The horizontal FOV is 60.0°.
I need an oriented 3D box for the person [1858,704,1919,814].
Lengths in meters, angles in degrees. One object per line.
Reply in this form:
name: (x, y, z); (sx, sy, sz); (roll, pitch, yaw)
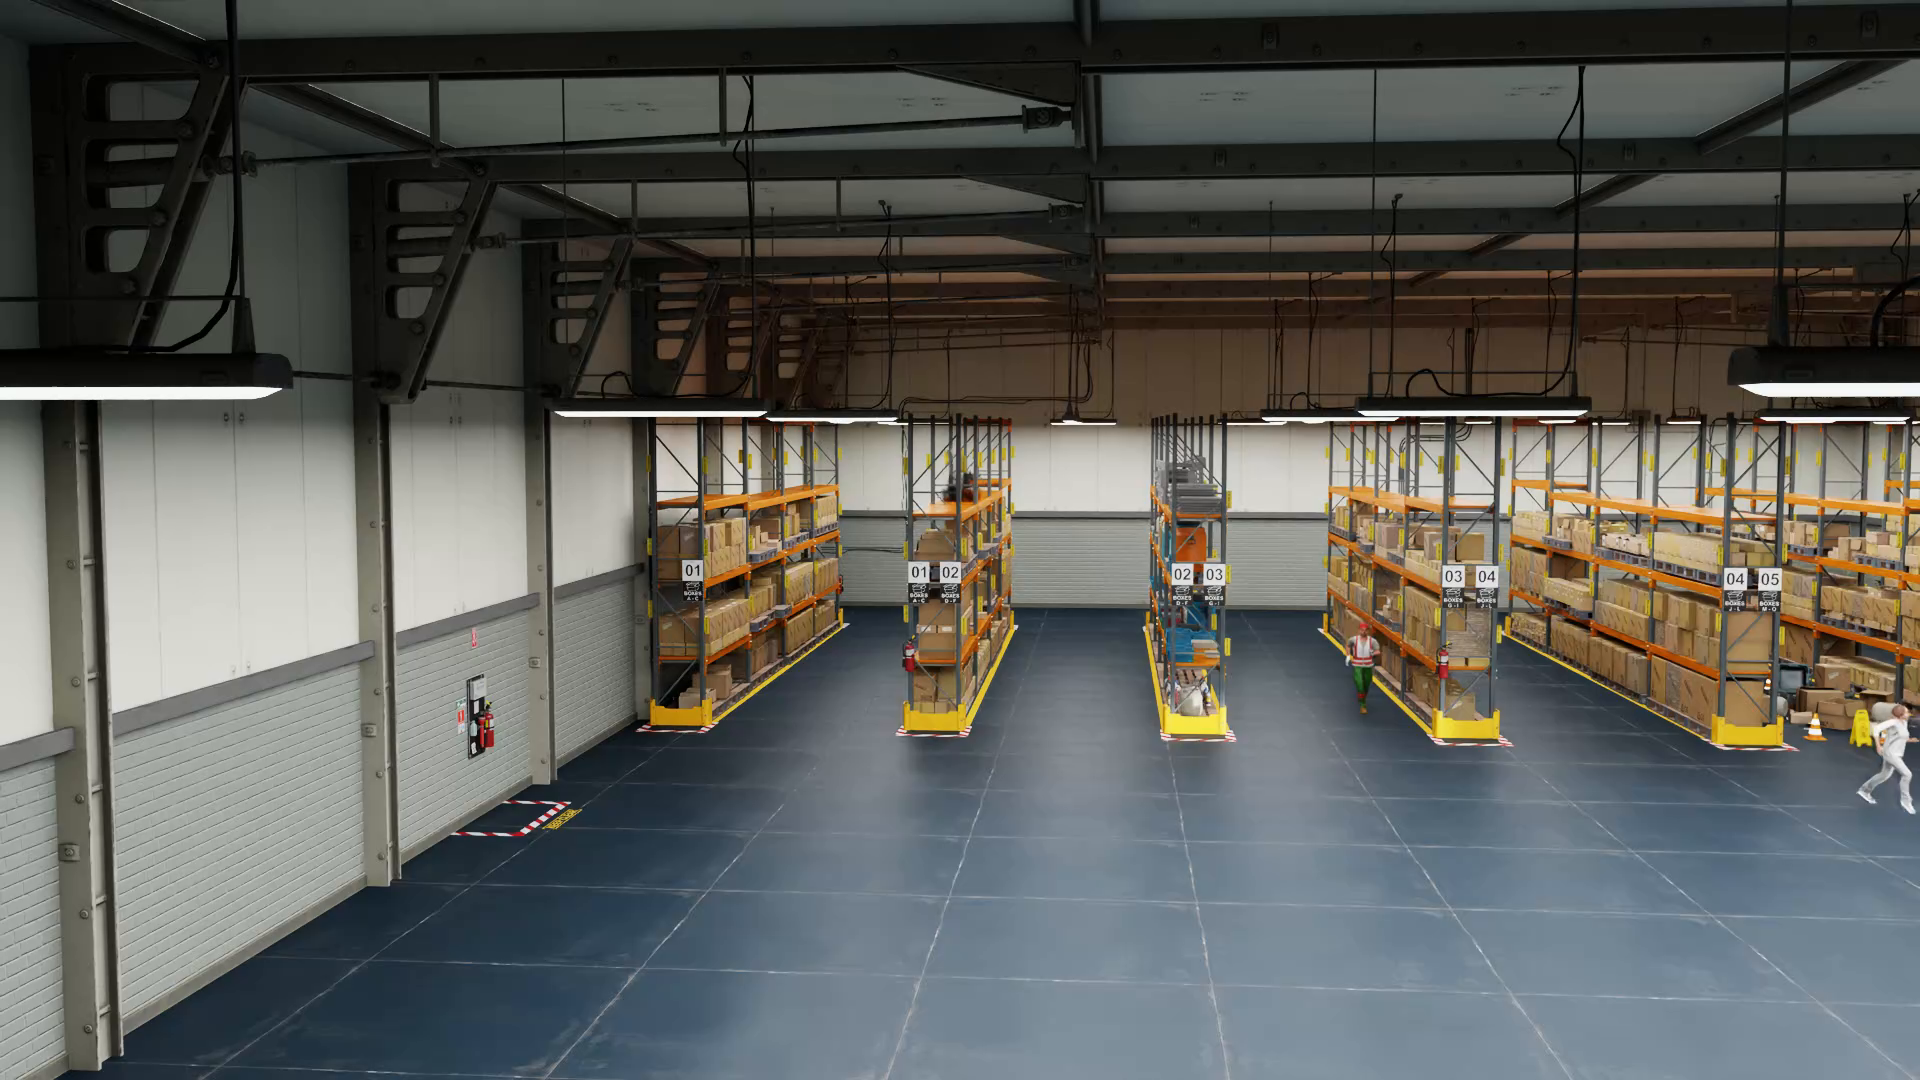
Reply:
person: (13.916, 3.260, 24.917); (0.556, 1.612, 0.804); (-4, 5, -43)

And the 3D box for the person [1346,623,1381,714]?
person: (8.105, 2.542, 33.438); (0.663, 1.777, 1.004); (0, 4, 6)

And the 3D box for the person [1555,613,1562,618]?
person: (16.955, 1.704, 46.756); (0.730, 1.805, 0.690); (-1, 4, -17)
